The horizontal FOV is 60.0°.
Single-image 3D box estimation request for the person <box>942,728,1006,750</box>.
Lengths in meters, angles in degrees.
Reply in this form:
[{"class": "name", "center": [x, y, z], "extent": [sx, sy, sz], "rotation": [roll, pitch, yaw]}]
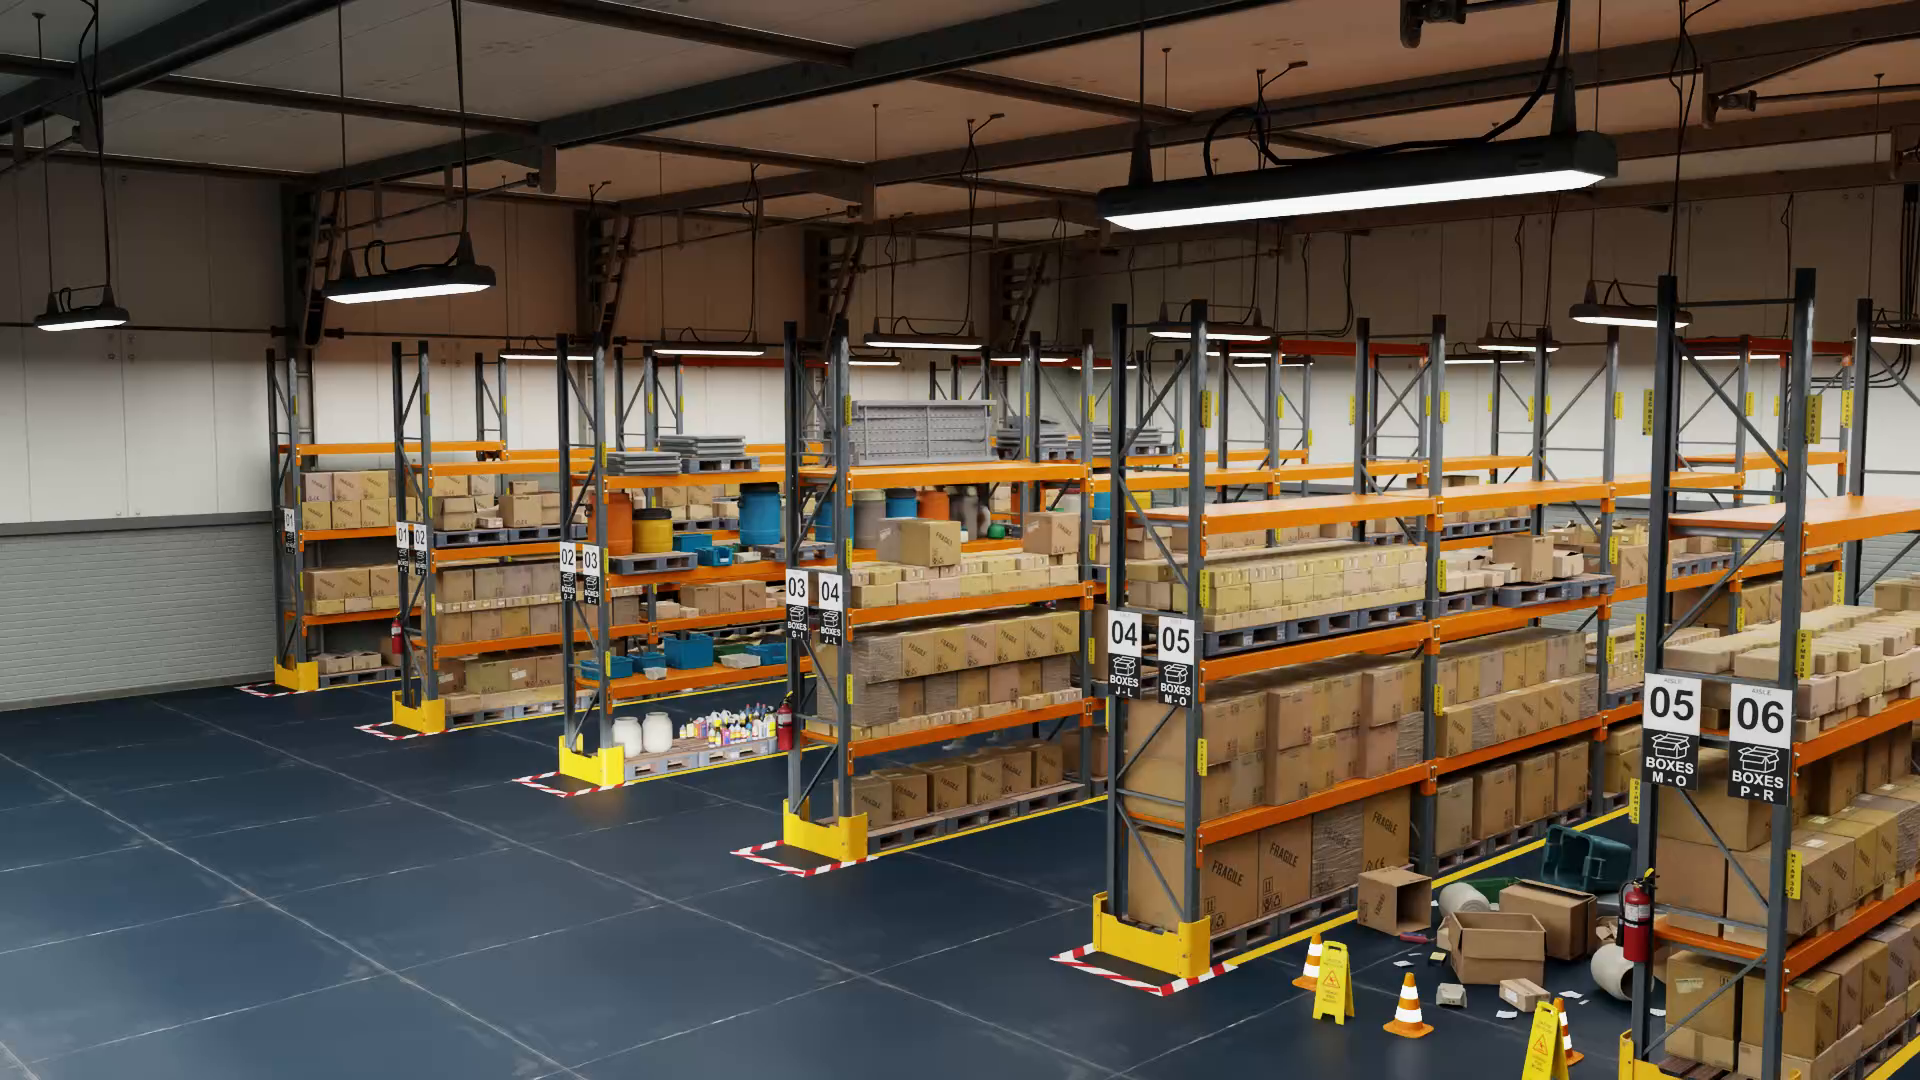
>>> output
[{"class": "person", "center": [0.201, 2.090, 23.088], "extent": [1.061, 1.640, 0.697], "rotation": [-2, 5, -25]}]
